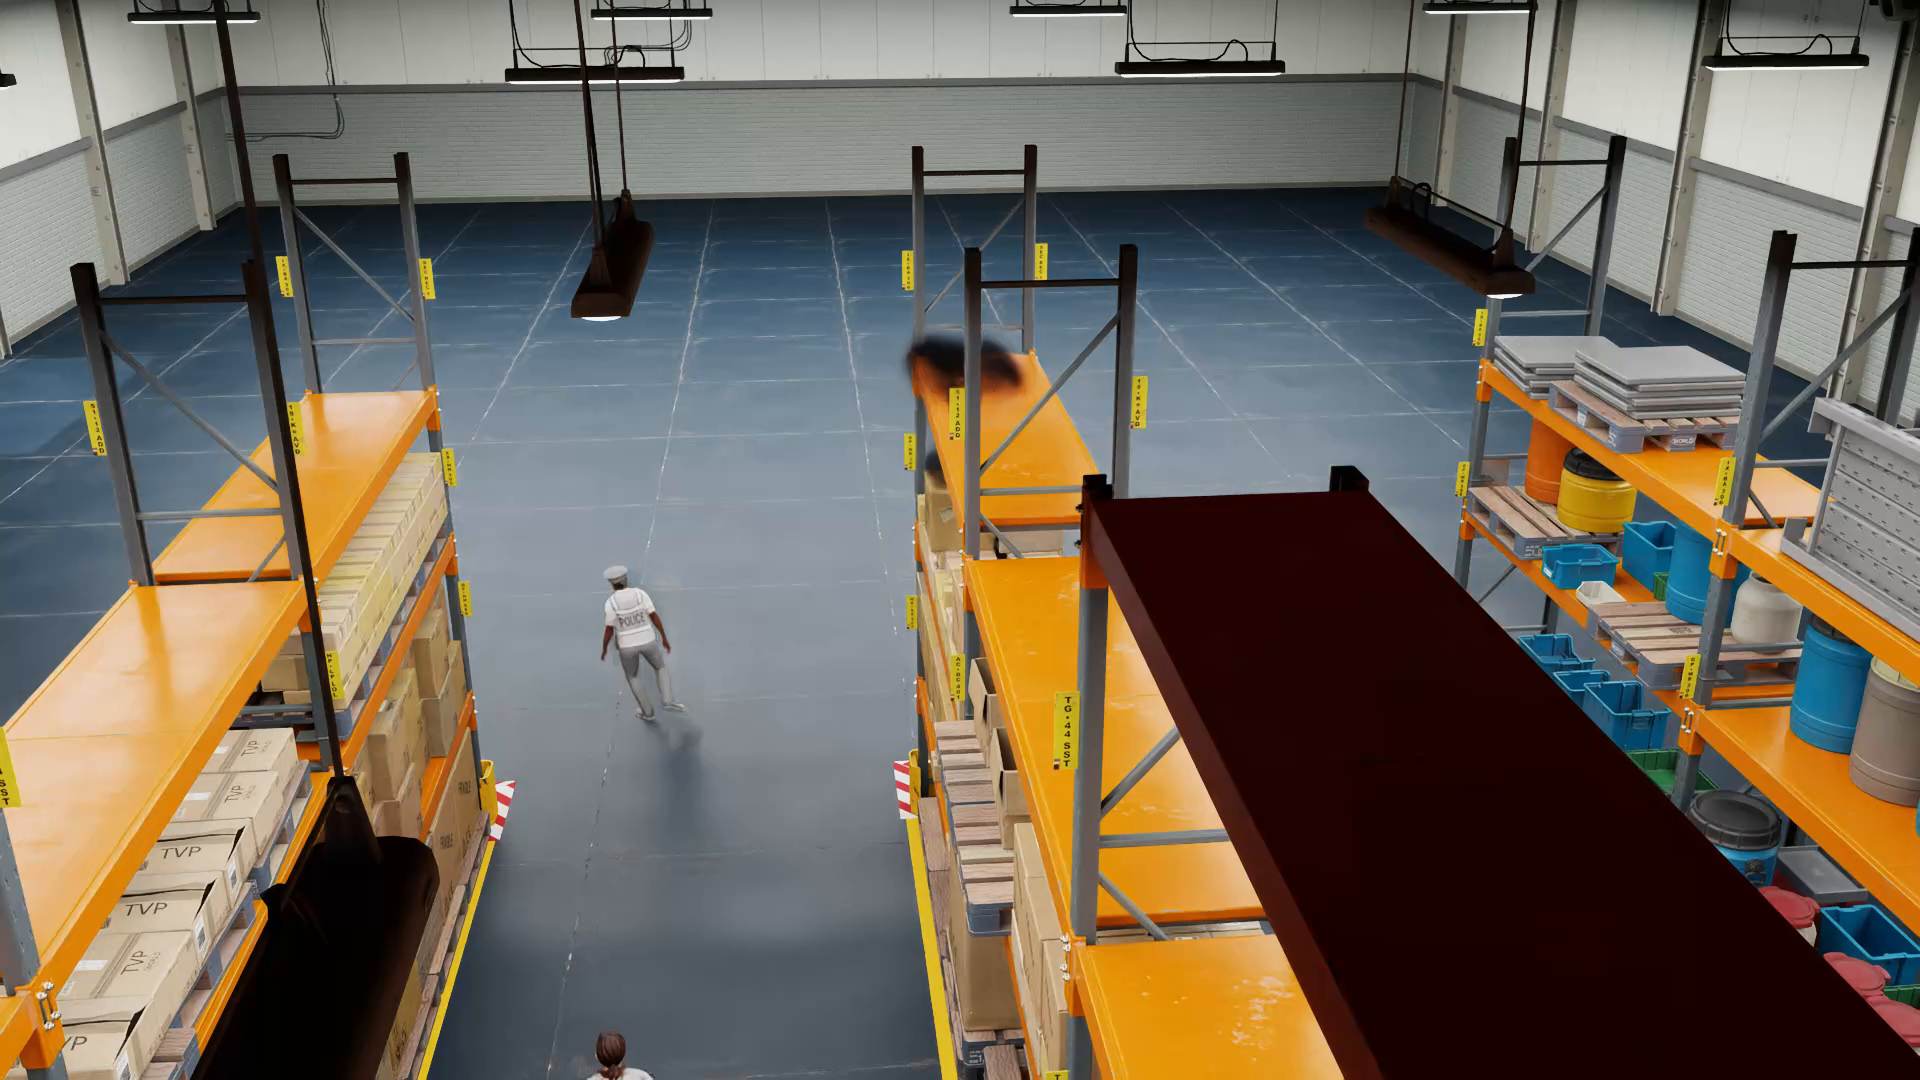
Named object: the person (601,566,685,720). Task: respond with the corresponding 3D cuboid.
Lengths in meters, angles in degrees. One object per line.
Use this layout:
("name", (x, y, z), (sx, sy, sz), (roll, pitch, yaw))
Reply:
("person", (-3.228, 1.074, 16.773), (0.740, 1.580, 0.644), (-9, 23, -22))

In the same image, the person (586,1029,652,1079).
("person", (-2.027, 3.743, 10.030), (0.554, 1.605, 0.632), (-8, 23, -18))
